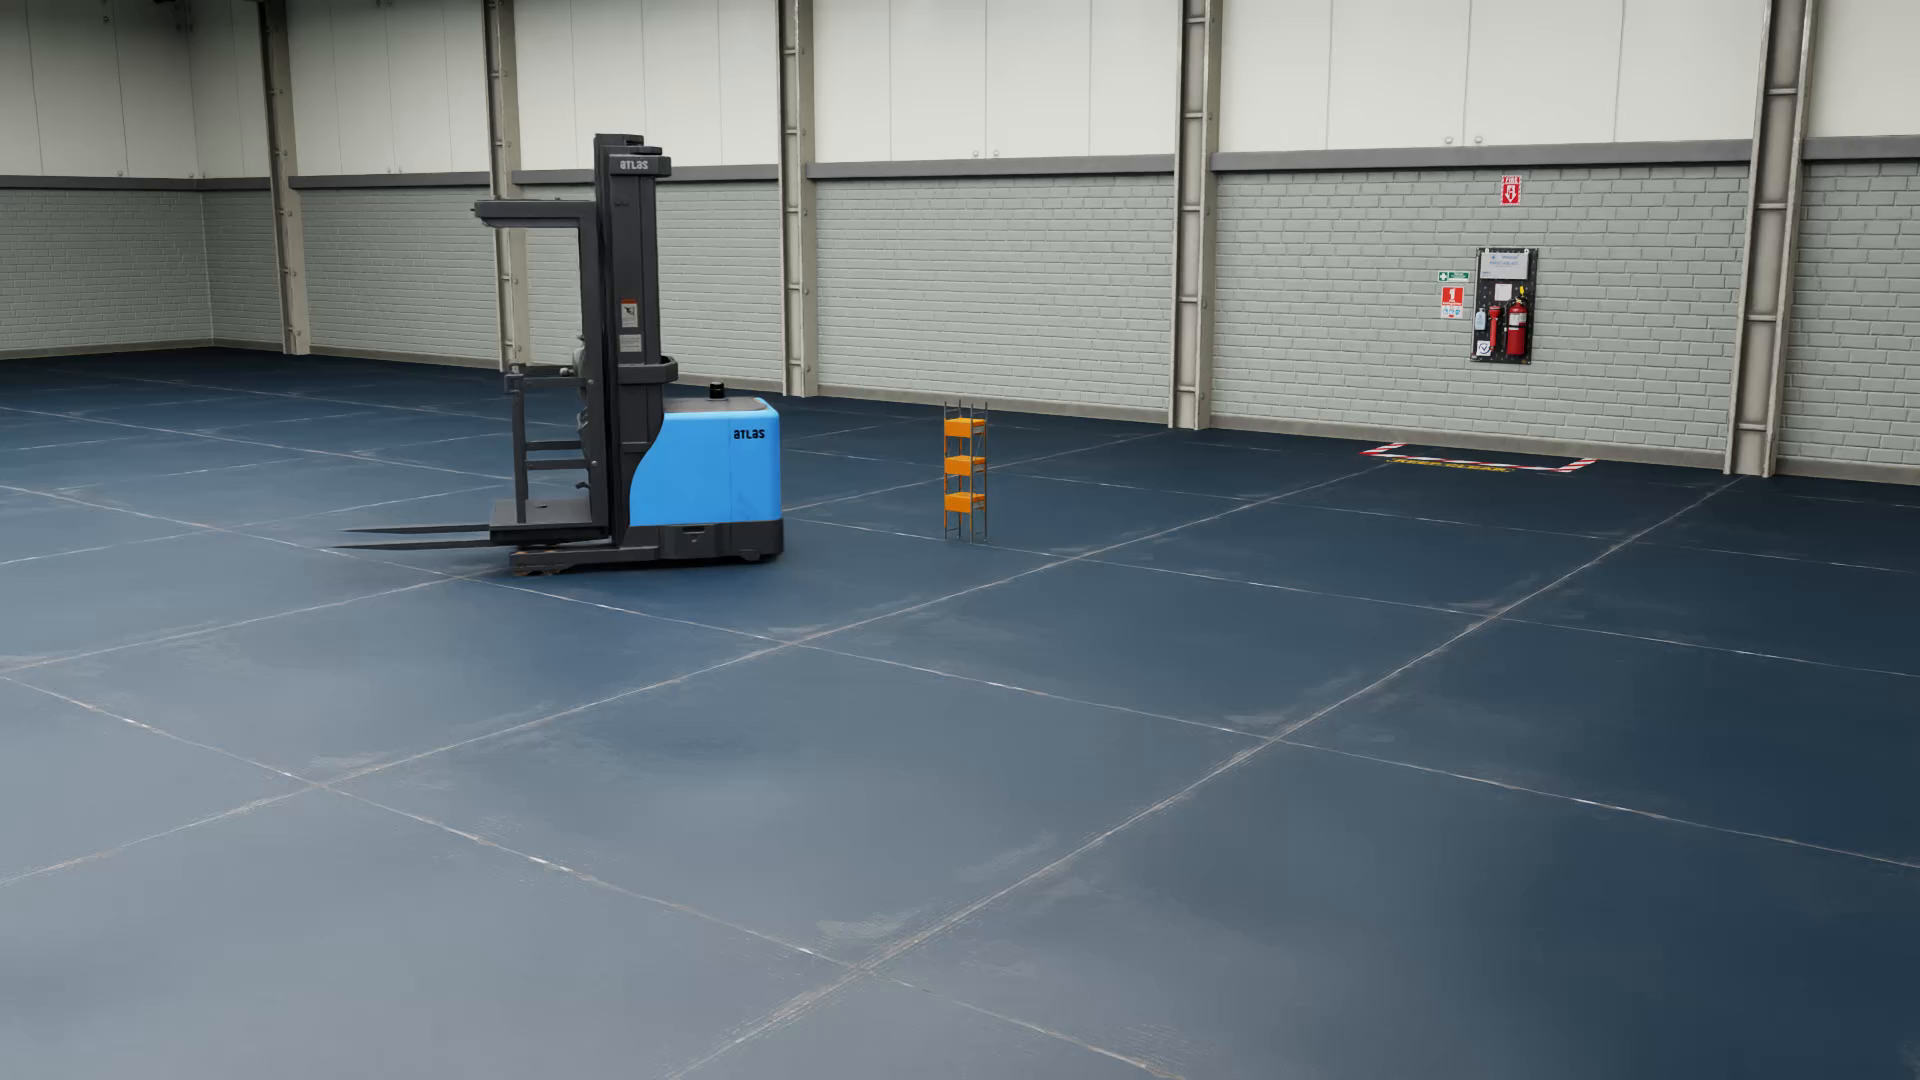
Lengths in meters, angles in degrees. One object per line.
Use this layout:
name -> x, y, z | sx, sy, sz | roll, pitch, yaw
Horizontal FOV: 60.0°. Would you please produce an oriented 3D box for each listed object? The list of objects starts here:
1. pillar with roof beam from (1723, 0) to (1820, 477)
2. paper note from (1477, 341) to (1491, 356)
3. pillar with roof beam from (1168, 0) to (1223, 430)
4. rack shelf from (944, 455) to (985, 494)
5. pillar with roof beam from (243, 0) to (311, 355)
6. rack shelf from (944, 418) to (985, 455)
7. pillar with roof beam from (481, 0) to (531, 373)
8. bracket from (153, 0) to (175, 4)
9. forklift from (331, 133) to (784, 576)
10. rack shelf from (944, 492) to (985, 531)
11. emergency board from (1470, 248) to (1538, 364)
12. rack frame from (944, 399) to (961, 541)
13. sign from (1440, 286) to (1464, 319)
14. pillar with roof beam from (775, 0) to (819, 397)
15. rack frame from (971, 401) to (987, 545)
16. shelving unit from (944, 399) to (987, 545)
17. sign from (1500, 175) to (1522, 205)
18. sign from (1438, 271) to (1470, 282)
pillar with roof beam -> 4.947, -4.390, 11.530 | 0.400, 9.000, 9.100 | 8, 13, 36
paper note -> 5.425, -1.985, 17.214 | 0.142, 0.148, 0.016 | 8, 13, 36
pillar with roof beam -> 0.111, -5.065, 15.017 | 0.400, 9.000, 9.100 | 8, 13, 36
rack shelf -> 0.043, -0.499, 12.401 | 0.240, 0.259, 0.215 | 8, 13, 36
pillar with roof beam -> -14.397, -7.088, 25.478 | 0.548, 9.000, 9.100 | 8, 13, 36
rack shelf -> 0.043, -0.778, 12.347 | 0.240, 0.259, 0.215 | 8, 13, 36
pillar with roof beam -> -9.561, -6.414, 21.991 | 0.400, 9.000, 9.100 | 8, 13, 36
bracket -> -14.303, -9.773, 29.880 | 0.430, 0.232, 0.235 | 8, 13, 36
forklift -> -2.818, -1.305, 11.556 | 3.031, 2.935, 1.130 | -3, 11, -13
rack shelf -> 0.043, -0.226, 12.454 | 0.240, 0.259, 0.215 | 8, 13, 36
emergency board -> 5.526, -2.387, 16.973 | 0.643, 1.169, 0.194 | 8, 13, 36
rack frame -> -0.055, -0.523, 12.470 | 0.008, 1.050, 0.200 | 8, 13, 36
sign -> 5.142, -2.483, 17.373 | 0.234, 0.329, 0.001 | 8, 13, 36
pillar with roof beam -> -4.725, -5.739, 18.504 | 0.400, 9.000, 9.100 | 8, 13, 36
rack frame -> 0.141, -0.496, 12.328 | 0.008, 1.050, 0.200 | 8, 13, 36
shelving unit -> 0.043, -0.509, 12.399 | 0.252, 1.050, 0.215 | 8, 13, 36
sign -> 5.579, -3.542, 16.837 | 0.199, 0.298, 0.001 | 8, 13, 36
sign -> 5.140, -2.741, 17.313 | 0.331, 0.109, 0.001 | 8, 13, 36
